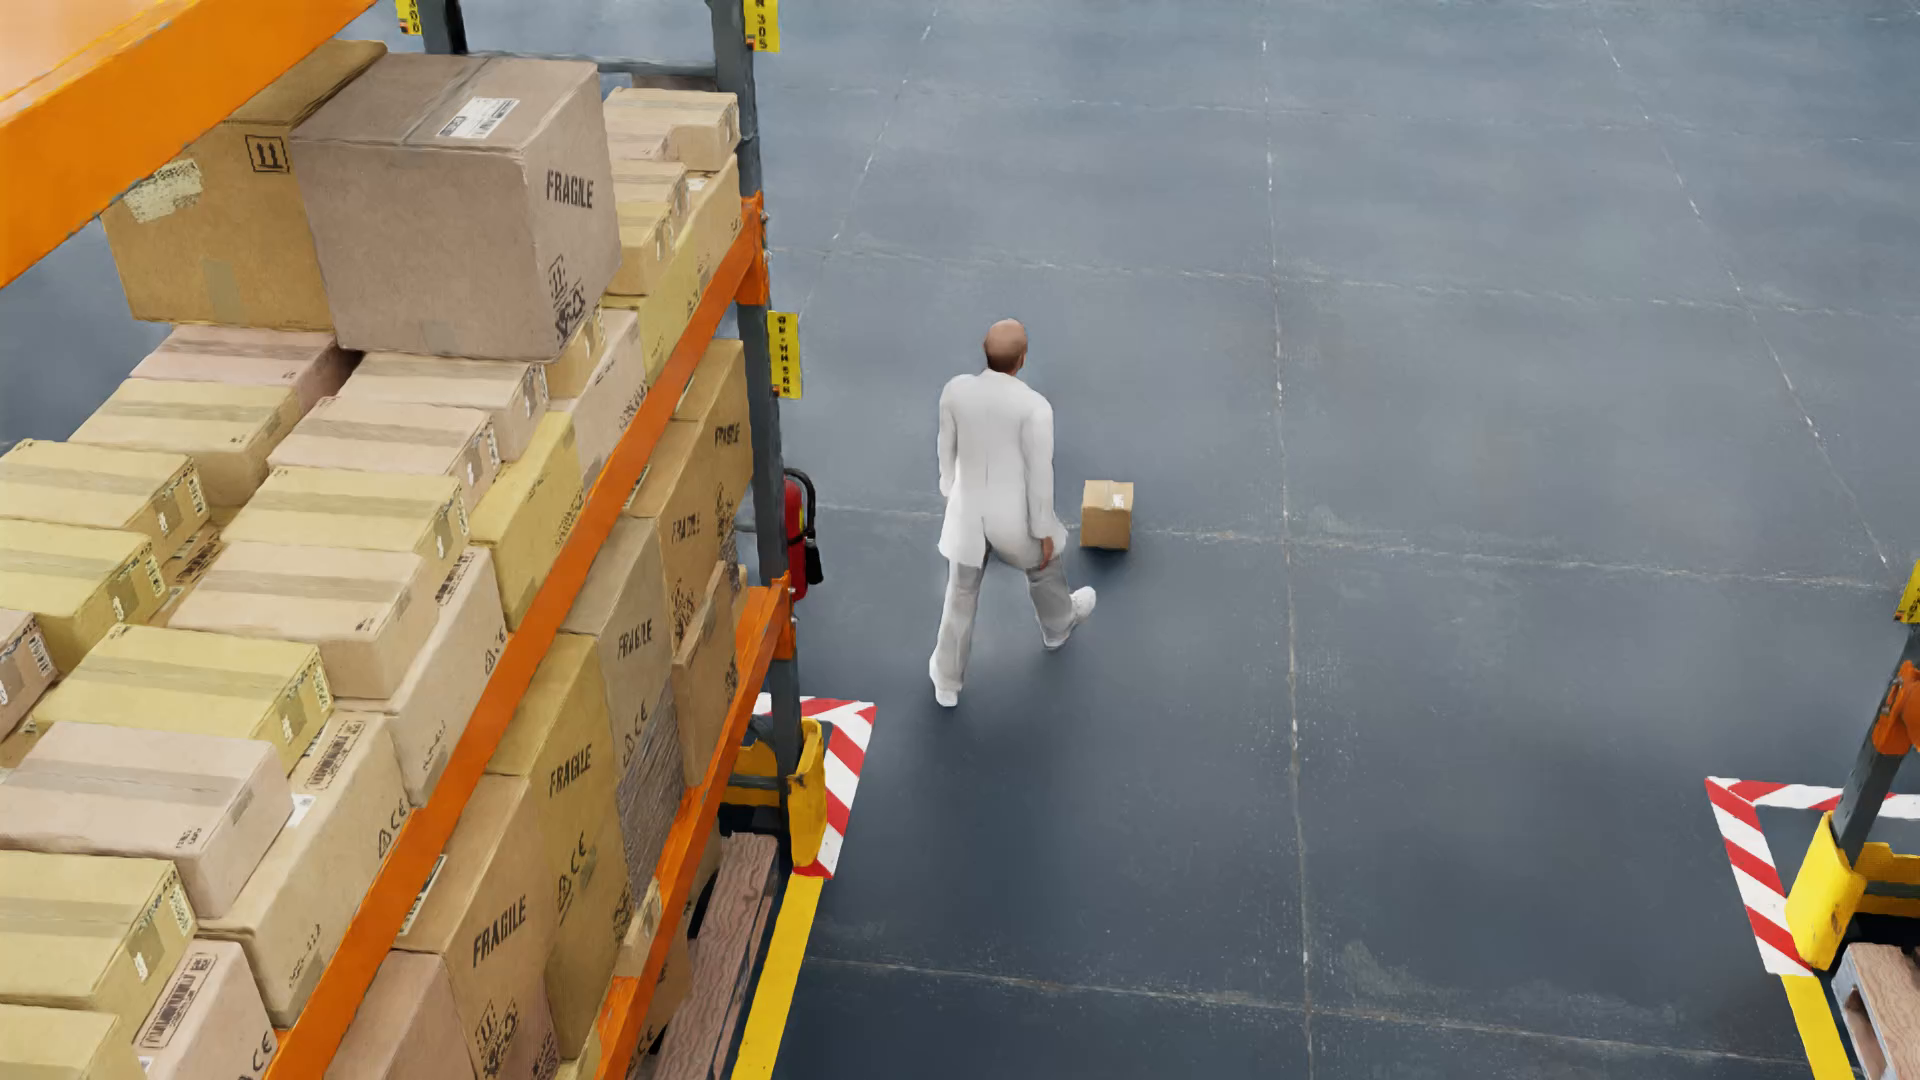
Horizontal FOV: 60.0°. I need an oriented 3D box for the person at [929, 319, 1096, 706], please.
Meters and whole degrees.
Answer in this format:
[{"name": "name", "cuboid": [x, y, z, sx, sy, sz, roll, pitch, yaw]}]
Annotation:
[{"name": "person", "cuboid": [0.204, -0.132, 7.333, 0.630, 1.628, 0.973, 17, 39, 22]}]
